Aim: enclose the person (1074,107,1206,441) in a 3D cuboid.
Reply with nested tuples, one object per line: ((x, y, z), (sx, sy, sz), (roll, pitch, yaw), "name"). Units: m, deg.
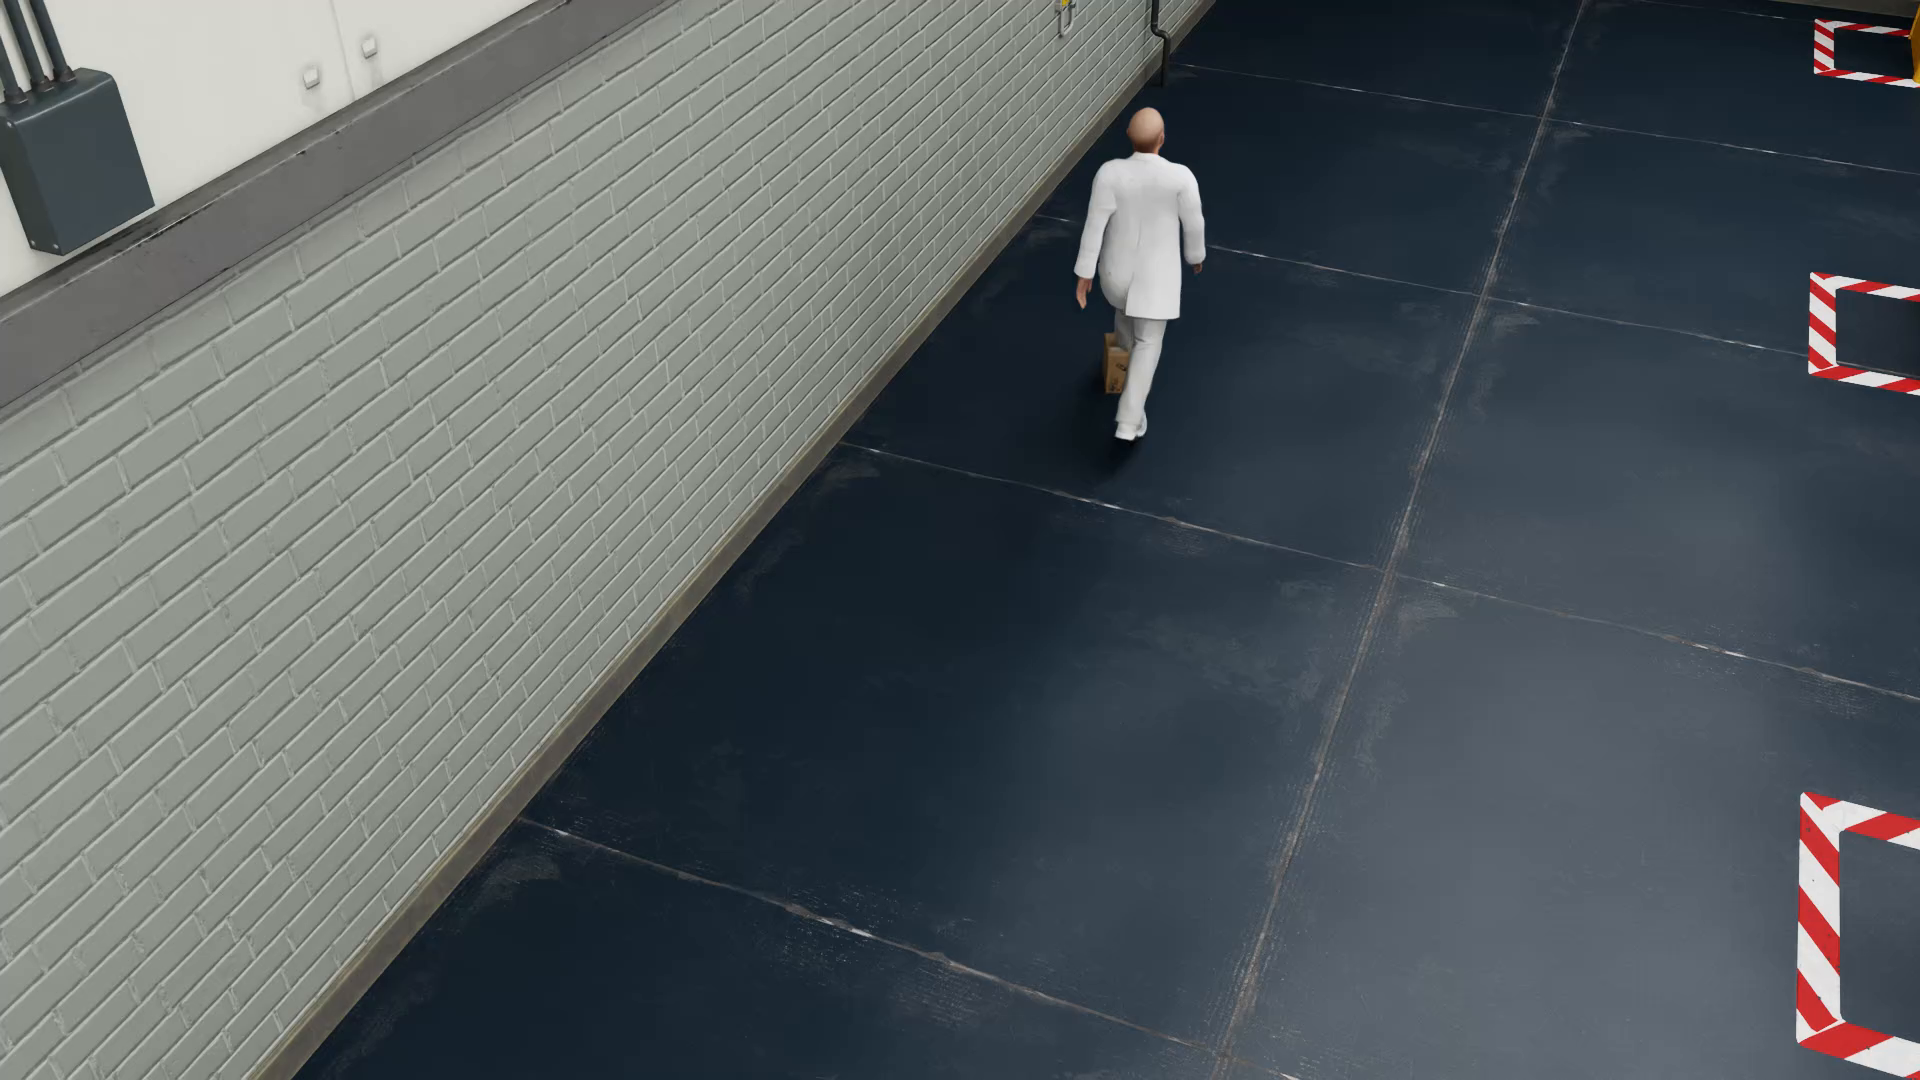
((0.946, -1.438, 8.753), (0.630, 1.727, 1.179), (11, 38, 14), "person")
